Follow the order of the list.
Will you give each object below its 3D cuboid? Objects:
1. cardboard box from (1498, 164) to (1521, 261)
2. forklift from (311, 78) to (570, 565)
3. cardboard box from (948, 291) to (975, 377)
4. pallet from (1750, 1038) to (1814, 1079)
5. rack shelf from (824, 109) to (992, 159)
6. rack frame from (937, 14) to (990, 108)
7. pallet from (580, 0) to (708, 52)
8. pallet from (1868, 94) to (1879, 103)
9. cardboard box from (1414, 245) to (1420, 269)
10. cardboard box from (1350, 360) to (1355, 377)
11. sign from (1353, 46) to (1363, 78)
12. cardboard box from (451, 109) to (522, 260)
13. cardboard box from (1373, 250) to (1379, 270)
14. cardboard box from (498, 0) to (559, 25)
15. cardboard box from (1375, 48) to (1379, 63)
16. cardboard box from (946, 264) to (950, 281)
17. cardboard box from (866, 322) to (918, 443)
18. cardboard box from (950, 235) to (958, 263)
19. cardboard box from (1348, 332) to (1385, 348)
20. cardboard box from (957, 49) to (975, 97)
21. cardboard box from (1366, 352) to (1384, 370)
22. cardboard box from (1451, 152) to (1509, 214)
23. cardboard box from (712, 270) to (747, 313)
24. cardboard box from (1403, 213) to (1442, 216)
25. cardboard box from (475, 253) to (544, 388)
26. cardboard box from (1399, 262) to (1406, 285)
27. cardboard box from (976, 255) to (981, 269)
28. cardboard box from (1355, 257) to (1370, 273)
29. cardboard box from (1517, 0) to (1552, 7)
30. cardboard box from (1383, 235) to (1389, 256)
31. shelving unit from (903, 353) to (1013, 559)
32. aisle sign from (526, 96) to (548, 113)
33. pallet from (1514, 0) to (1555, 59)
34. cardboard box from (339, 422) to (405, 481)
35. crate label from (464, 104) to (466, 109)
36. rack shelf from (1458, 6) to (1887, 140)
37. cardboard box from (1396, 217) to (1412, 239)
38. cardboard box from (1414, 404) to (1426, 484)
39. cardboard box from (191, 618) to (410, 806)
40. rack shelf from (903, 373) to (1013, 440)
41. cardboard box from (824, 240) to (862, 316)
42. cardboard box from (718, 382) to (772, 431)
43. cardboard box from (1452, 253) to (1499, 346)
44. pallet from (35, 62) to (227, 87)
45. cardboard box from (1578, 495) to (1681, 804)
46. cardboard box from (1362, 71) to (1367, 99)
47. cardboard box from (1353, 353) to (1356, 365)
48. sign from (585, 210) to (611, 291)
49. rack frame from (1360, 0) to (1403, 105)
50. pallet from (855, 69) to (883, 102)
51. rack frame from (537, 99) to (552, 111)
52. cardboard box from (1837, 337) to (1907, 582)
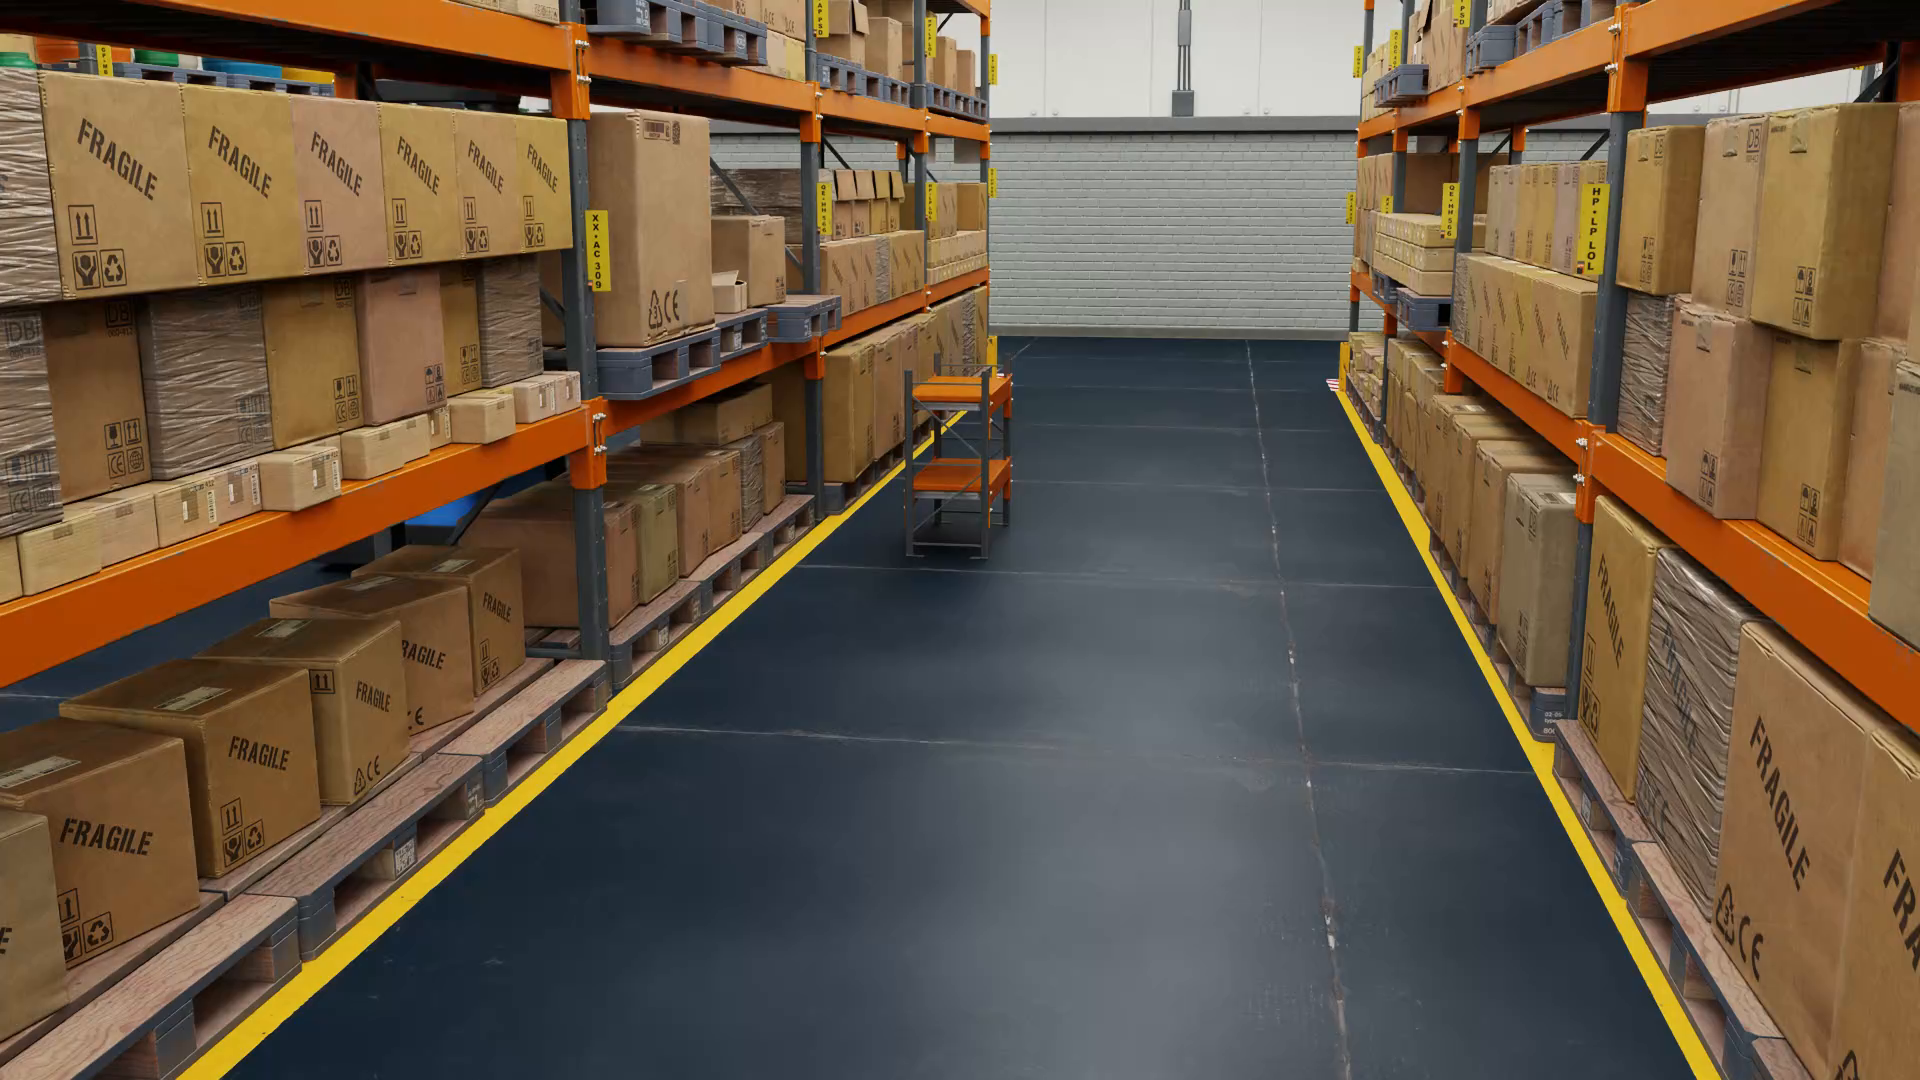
[{"bbox_3d":[3.321,-1.767,8.963,0.700,0.500,0.500,2,12,8],"label":"cardboard box"},{"bbox_3d":[-3.007,-1.531,10.639,1.130,2.935,3.031,2,12,9],"label":"forklift"},{"bbox_3d":[-0.338,-2.117,17.241,0.875,0.875,0.875,2,12,9],"label":"cardboard box"},{"bbox_3d":[2.292,1.431,3.350,1.003,0.211,1.213,2,12,9],"label":"pallet"},{"bbox_3d":[-0.486,-3.973,16.398,1.077,0.370,4.000,2,12,9],"label":"rack shelf"},{"bbox_3d":[-0.179,-6.208,17.939,1.000,3.000,0.127,2,12,9],"label":"rack frame"},{"bbox_3d":[-1.824,-2.277,7.264,1.213,0.211,1.003,2,12,9],"label":"pallet"},{"bbox_3d":[9.510,-4.222,16.056,1.003,0.211,1.213,2,12,9],"label":"pallet"},{"bbox_3d":[3.142,-1.829,10.754,0.380,0.149,0.250,2,12,11],"label":"cardboard box"},{"bbox_3d":[4.310,-1.806,17.525,0.380,0.149,0.250,2,12,10],"label":"cardboard box"},{"bbox_3d":[4.170,-5.005,17.401,0.100,0.325,0.005,2,12,9],"label":"sign"},{"bbox_3d":[-1.897,-1.253,5.873,0.500,0.500,0.500,2,12,9],"label":"cardboard box"},{"bbox_3d":[3.576,-2.276,13.534,0.380,0.149,0.250,1,12,6],"label":"cardboard box"},{"bbox_3d":[-1.836,-2.067,6.200,0.500,0.250,0.500,2,12,11],"label":"cardboard box"},{"bbox_3d":[4.153,-4.600,15.819,0.380,0.149,0.250,2,12,10],"label":"cardboard box"},{"bbox_3d":[-0.301,-2.535,15.732,0.380,0.149,0.250,2,12,7],"label":"cardboard box"},{"bbox_3d":[-1.009,-1.289,13.402,1.225,0.875,0.875,1,12,7],"label":"cardboard box"},{"bbox_3d":[-0.307,-2.815,16.087,0.500,0.250,0.500,2,12,10],"label":"cardboard box"},{"bbox_3d":[4.290,-2.098,17.466,0.380,0.149,0.250,1,12,6],"label":"cardboard box"},{"bbox_3d":[-0.206,-4.935,17.679,0.700,0.500,0.500,1,12,5],"label":"cardboard box"},{"bbox_3d":[3.988,-1.663,15.448,0.380,0.149,0.250,1,12,6],"label":"cardboard box"},{"bbox_3d":[4.402,-3.030,14.116,0.500,0.500,0.500,2,12,10],"label":"cardboard box"},{"bbox_3d":[-1.399,-1.394,9.162,0.396,0.266,0.258,2,12,7],"label":"cardboard box"},{"bbox_3d":[3.887,-2.565,14.331,0.500,0.500,0.500,2,12,9],"label":"cardboard box"},{"bbox_3d":[-2.155,-0.880,6.512,0.875,0.500,0.500,2,12,9],"label":"cardboard box"},{"bbox_3d":[3.259,-1.841,11.516,0.380,0.149,0.250,1,12,6],"label":"cardboard box"},{"bbox_3d":[0.014,-2.961,17.709,0.380,0.149,0.250,2,12,9],"label":"cardboard box"},{"bbox_3d":[4.240,-2.805,16.986,0.380,0.149,0.250,2,12,7],"label":"cardboard box"},{"bbox_3d":[2.992,-2.750,7.992,0.500,0.311,0.500,2,12,8],"label":"cardboard box"},{"bbox_3d":[3.460,-2.260,12.752,0.380,0.149,0.250,1,12,6],"label":"cardboard box"},{"bbox_3d":[0.001,-0.551,10.381,0.538,1.125,1.048,2,12,9],"label":"shelving unit"},{"bbox_3d":[-4.772,-4.712,19.067,0.394,0.787,0.004,2,12,9],"label":"aisle sign"},{"bbox_3d":[3.261,-2.433,7.993,1.003,0.211,1.213,2,12,11],"label":"pallet"},{"bbox_3d":[-2.012,-0.288,5.307,0.380,0.149,0.250,2,12,9],"label":"cardboard box"},{"bbox_3d":[-5.534,-4.648,18.172,0.408,0.251,0.502,2,12,9],"label":"crate label"},{"bbox_3d":[3.169,-2.126,7.828,1.077,0.370,4.000,2,12,9],"label":"rack shelf"},{"bbox_3d":[3.341,-2.242,11.962,0.380,0.149,0.250,2,12,10],"label":"cardboard box"},{"bbox_3d":[3.403,-0.665,11.395,0.500,0.500,0.500,2,12,11],"label":"cardboard box"},{"bbox_3d":[-2.224,0.573,5.652,0.500,0.500,0.500,1,12,4],"label":"cardboard box"},{"bbox_3d":[0.001,-0.837,10.320,0.538,0.278,1.000,2,12,9],"label":"rack shelf"},{"bbox_3d":[-0.988,-1.858,11.760,0.500,0.500,0.500,2,12,7],"label":"cardboard box"},{"bbox_3d":[-1.483,-0.829,10.329,0.500,0.250,0.500,2,12,11],"label":"cardboard box"},{"bbox_3d":[3.140,-1.392,9.596,0.500,0.500,0.500,2,12,9],"label":"cardboard box"},{"bbox_3d":[-6.089,-3.300,12.016,1.003,0.211,1.213,2,12,9],"label":"pallet"},{"bbox_3d":[2.695,0.367,5.719,0.875,0.875,0.875,2,12,10],"label":"cardboard box"},{"bbox_3d":[4.381,-4.646,16.980,0.500,0.250,0.500,2,12,10],"label":"cardboard box"},{"bbox_3d":[4.275,-1.895,17.228,0.380,0.149,0.250,2,12,8],"label":"cardboard box"},{"bbox_3d":[-1.487,-1.184,6.814,0.100,0.325,0.005,2,12,9],"label":"sign"},{"bbox_3d":[4.707,-6.026,17.095,1.000,3.000,0.127,2,12,9],"label":"rack frame"},{"bbox_3d":[-1.193,-3.352,12.258,1.003,0.211,1.213,2,12,11],"label":"pallet"},{"bbox_3d":[-5.073,-6.368,18.683,1.000,3.000,0.127,2,12,9],"label":"rack frame"},{"bbox_3d":[2.531,-0.142,3.678,0.875,0.550,0.550,2,12,9],"label":"cardboard box"}]
